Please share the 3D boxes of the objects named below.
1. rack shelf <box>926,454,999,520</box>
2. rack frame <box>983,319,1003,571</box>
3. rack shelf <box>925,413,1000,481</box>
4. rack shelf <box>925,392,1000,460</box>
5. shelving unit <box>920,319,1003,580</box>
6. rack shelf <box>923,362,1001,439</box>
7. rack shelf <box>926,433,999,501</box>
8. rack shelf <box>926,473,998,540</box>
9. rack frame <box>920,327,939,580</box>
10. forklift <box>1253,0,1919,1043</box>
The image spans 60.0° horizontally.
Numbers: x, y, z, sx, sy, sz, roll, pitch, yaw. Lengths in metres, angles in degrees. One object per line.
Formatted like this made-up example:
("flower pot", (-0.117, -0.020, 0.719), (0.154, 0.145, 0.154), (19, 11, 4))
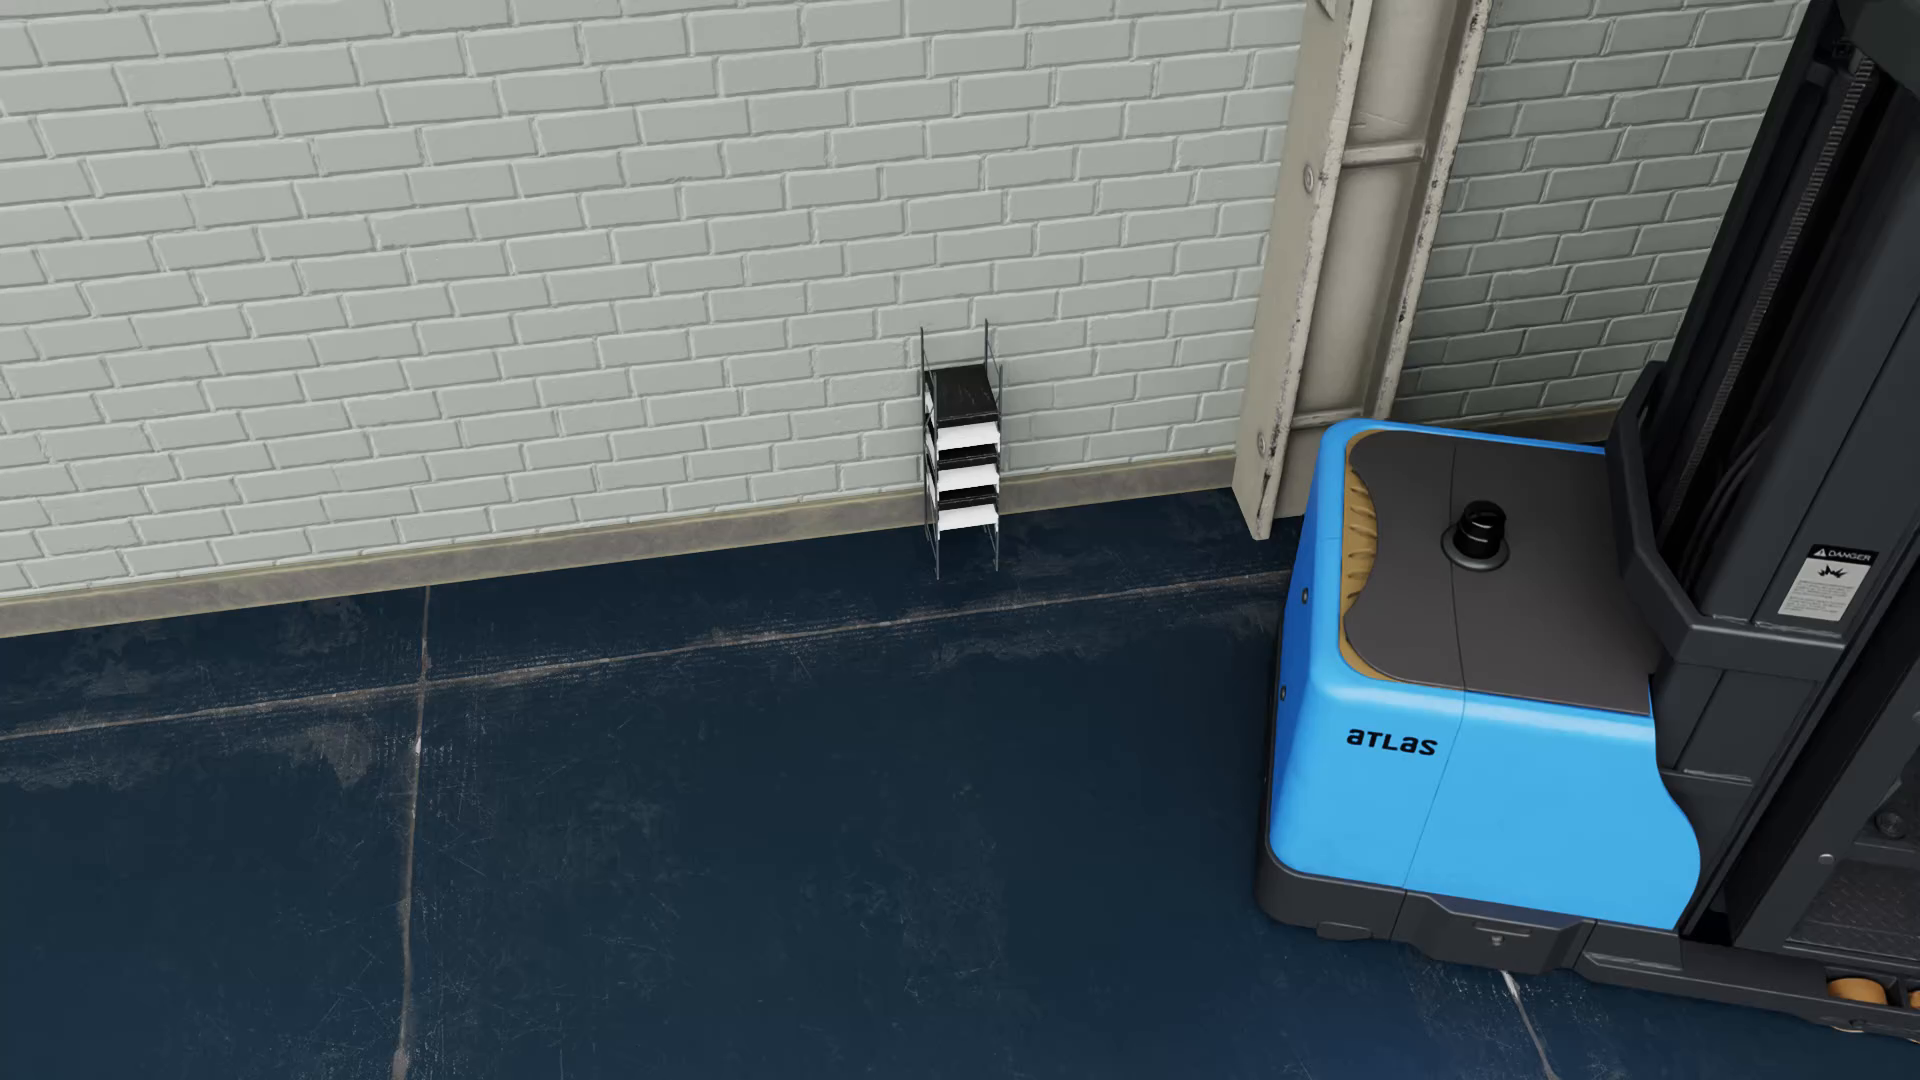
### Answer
("rack shelf", (0.003, -0.191, 5.480), (0.200, 0.077, 0.258), (-8, 47, -8))
("rack frame", (0.103, -0.291, 5.405), (0.006, 0.900, 0.240), (-8, 47, -8))
("rack shelf", (0.003, -0.316, 5.350), (0.200, 0.077, 0.258), (-8, 47, -8))
("rack shelf", (0.003, -0.378, 5.285), (0.200, 0.077, 0.258), (-8, 47, -8))
("shelving unit", (0.003, -0.277, 5.391), (0.210, 0.900, 0.258), (-8, 47, -8))
("rack shelf", (0.003, -0.440, 5.221), (0.200, 0.077, 0.258), (-8, 47, -8))
("rack shelf", (0.003, -0.253, 5.415), (0.200, 0.077, 0.258), (-8, 47, -8))
("rack shelf", (0.003, -0.129, 5.545), (0.200, 0.077, 0.258), (-8, 47, -8))
("rack frame", (-0.097, -0.263, 5.378), (0.006, 0.900, 0.240), (-8, 47, -8))
("forklift", (2.397, -0.085, 3.797), (3.031, 2.935, 1.130), (8, 47, 7))
